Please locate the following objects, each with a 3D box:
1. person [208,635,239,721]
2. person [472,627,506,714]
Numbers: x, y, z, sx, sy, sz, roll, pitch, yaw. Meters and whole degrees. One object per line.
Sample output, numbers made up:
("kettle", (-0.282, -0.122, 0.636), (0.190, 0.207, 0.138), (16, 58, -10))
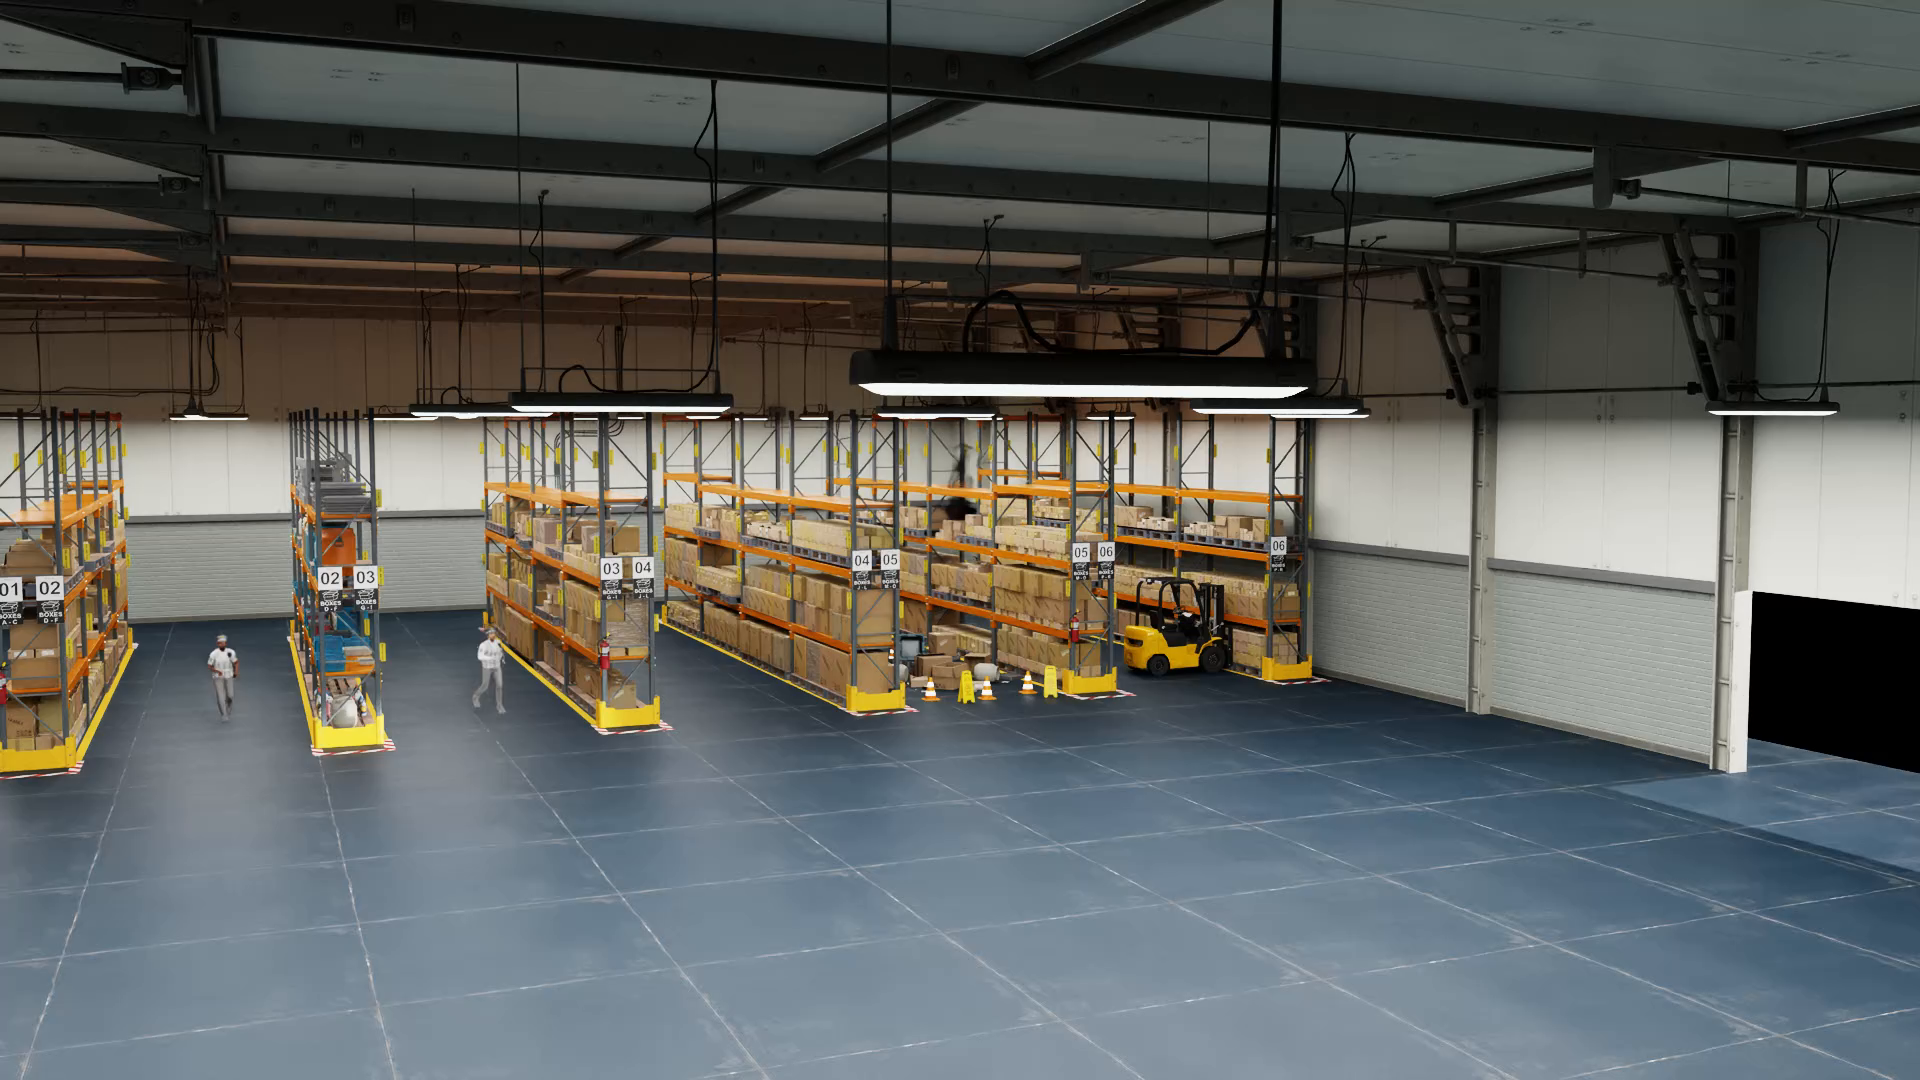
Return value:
("person", (-14.159, 2.657, 32.013), (0.569, 1.661, 0.529), (-2, 5, -30))
("person", (-9.326, 2.563, 33.026), (0.619, 1.725, 0.930), (-4, 5, -43))
